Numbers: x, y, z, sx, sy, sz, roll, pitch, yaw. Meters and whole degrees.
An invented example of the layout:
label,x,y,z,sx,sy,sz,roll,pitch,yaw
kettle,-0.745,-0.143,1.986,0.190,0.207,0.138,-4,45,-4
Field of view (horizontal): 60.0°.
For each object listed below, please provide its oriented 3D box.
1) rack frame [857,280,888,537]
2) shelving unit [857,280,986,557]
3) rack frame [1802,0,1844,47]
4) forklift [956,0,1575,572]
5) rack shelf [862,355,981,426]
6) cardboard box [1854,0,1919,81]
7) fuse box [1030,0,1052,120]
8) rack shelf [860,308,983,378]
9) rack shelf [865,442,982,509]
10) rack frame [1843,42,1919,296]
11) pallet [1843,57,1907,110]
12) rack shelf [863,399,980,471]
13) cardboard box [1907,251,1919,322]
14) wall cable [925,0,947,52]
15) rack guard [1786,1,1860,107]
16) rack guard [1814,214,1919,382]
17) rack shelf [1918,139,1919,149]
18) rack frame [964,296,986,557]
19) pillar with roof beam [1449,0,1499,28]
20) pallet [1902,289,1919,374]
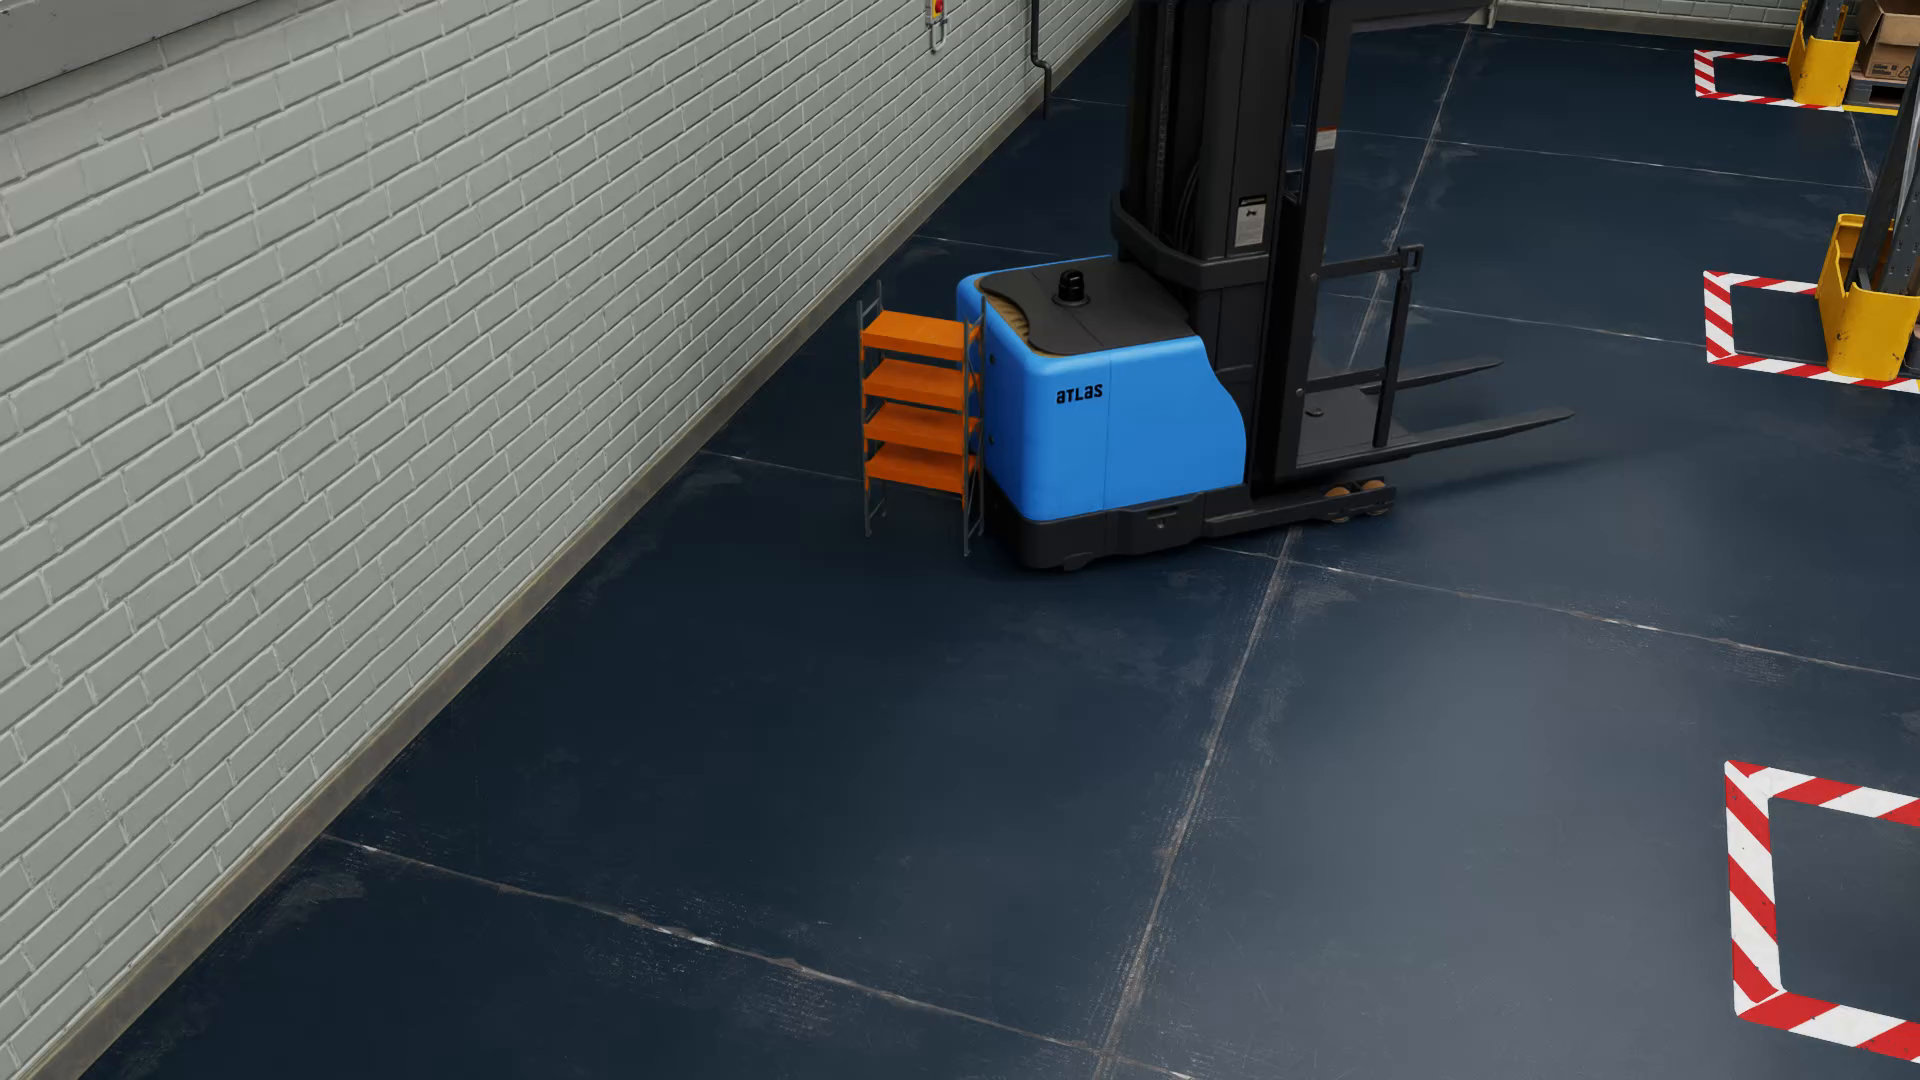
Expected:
label,x,y,z,sx,sy,sz,roll,pitch,yaw
rack frame,-0.394,-0.578,7.539,0.015,1.200,0.240,11,35,17
shelving unit,-0.165,-0.533,7.469,0.503,1.200,0.258,11,35,17
rack frame,6.842,-4.975,12.690,0.127,3.000,1.000,11,34,16
forklift,1.543,-1.571,7.480,3.031,2.935,1.130,-11,34,-16
rack shelf,-0.165,-0.665,7.384,0.480,0.148,0.258,11,35,17
cardboard box,7.386,-3.942,13.005,0.637,0.503,0.797,10,34,15
fuse box,0.701,-3.964,12.312,0.414,1.711,0.539,11,34,16
rack shelf,-0.165,-0.863,7.256,0.480,0.148,0.258,11,35,17
rack shelf,-0.165,-0.310,7.614,0.480,0.148,0.258,11,35,17
rack frame,5.171,-2.440,8.763,0.127,3.000,1.000,11,34,16
pallet,7.665,-3.644,13.199,1.213,0.211,1.003,11,34,16
rack shelf,-0.165,-0.477,7.506,0.480,0.148,0.258,11,35,17
cardboard box,5.826,-1.470,9.236,0.875,0.438,0.875,10,34,15
wall cable,-0.145,-3.899,10.059,0.123,1.953,0.585,11,34,16
rack guard,6.914,-3.911,13.346,0.348,0.500,1.175,11,34,16
rack guard,5.149,-1.394,9.448,0.348,0.500,1.175,11,34,16
rack shelf,7.054,-1.771,8.391,4.000,0.370,1.077,11,34,16
rack frame,0.065,-0.488,7.399,0.015,1.200,0.240,11,35,17
pillar with roof beam,3.156,-6.251,9.135,0.400,9.000,9.100,11,34,16
pallet,5.950,-1.162,9.355,1.213,0.211,1.003,11,34,16
